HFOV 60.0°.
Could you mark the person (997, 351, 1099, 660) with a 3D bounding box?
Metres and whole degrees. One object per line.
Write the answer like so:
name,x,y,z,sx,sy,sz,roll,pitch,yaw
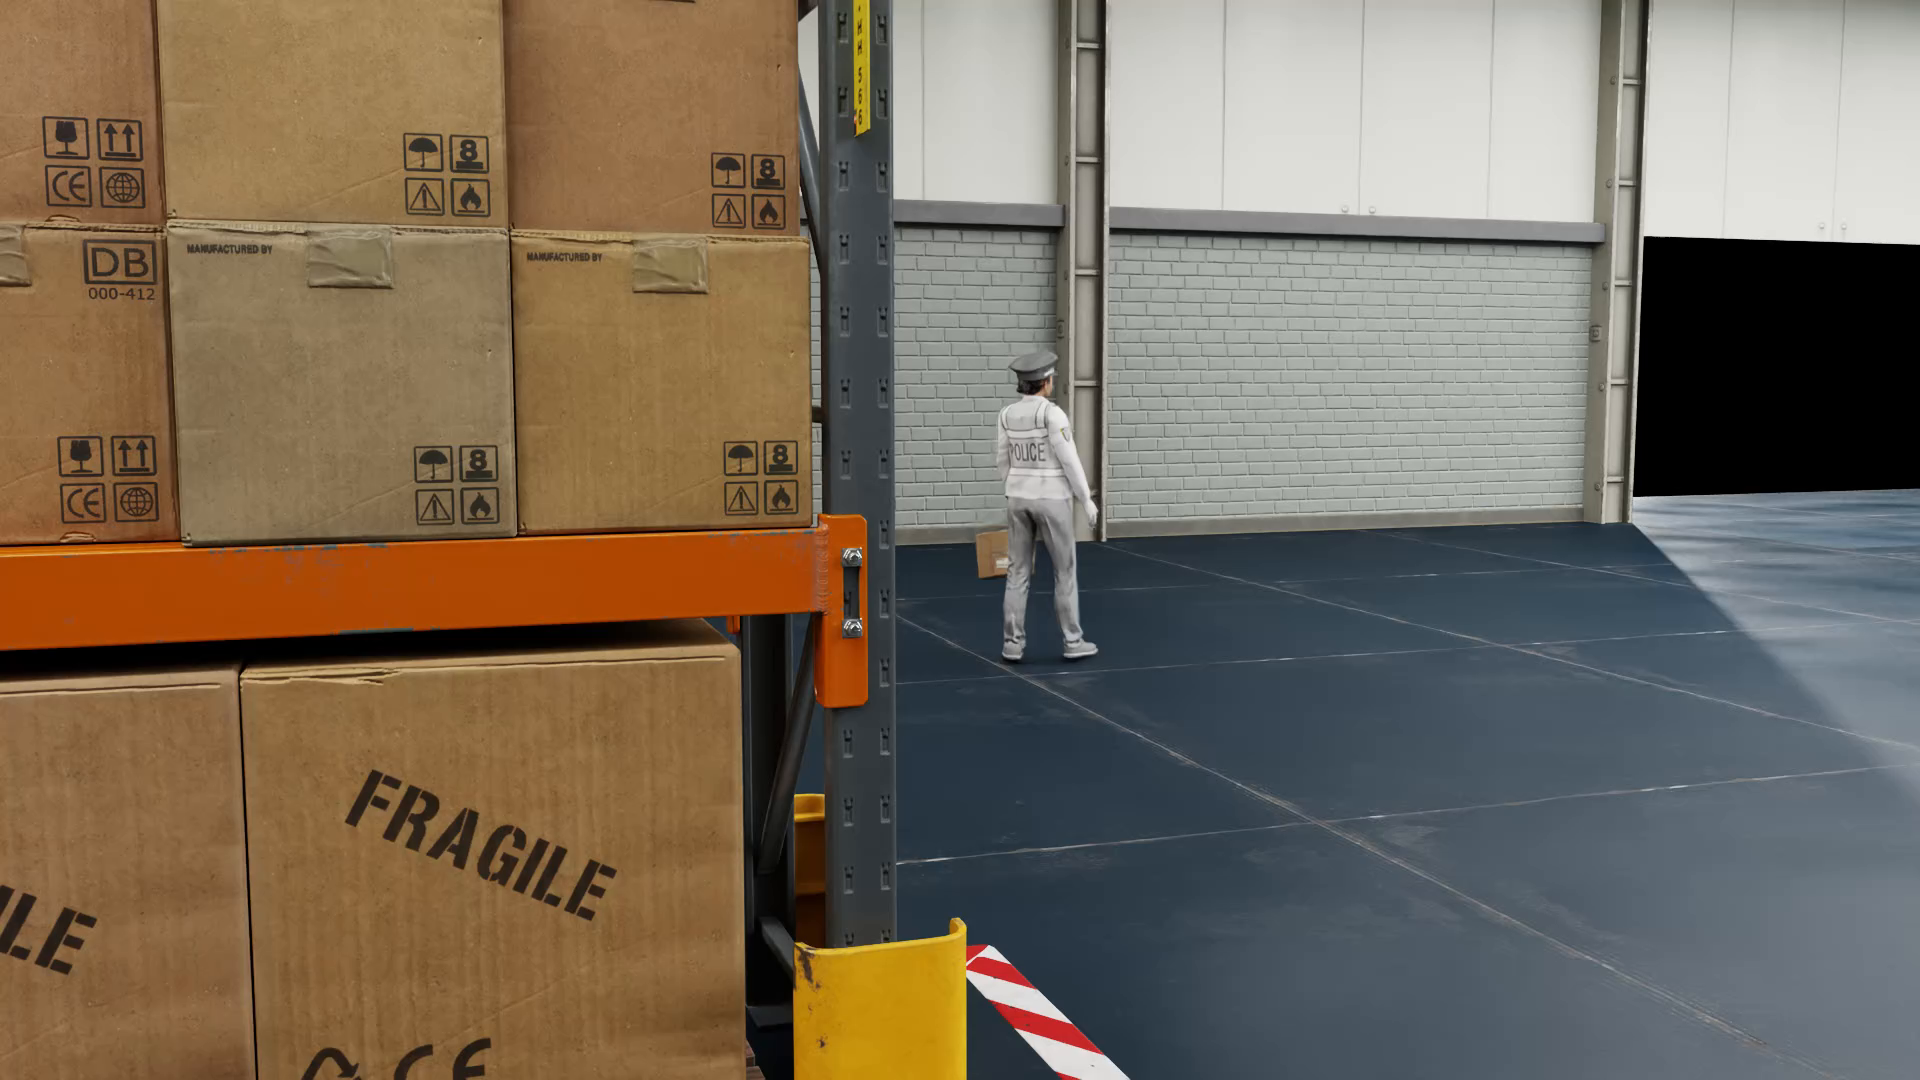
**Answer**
person,0.479,-0.190,9.134,0.565,1.688,0.516,4,7,37
